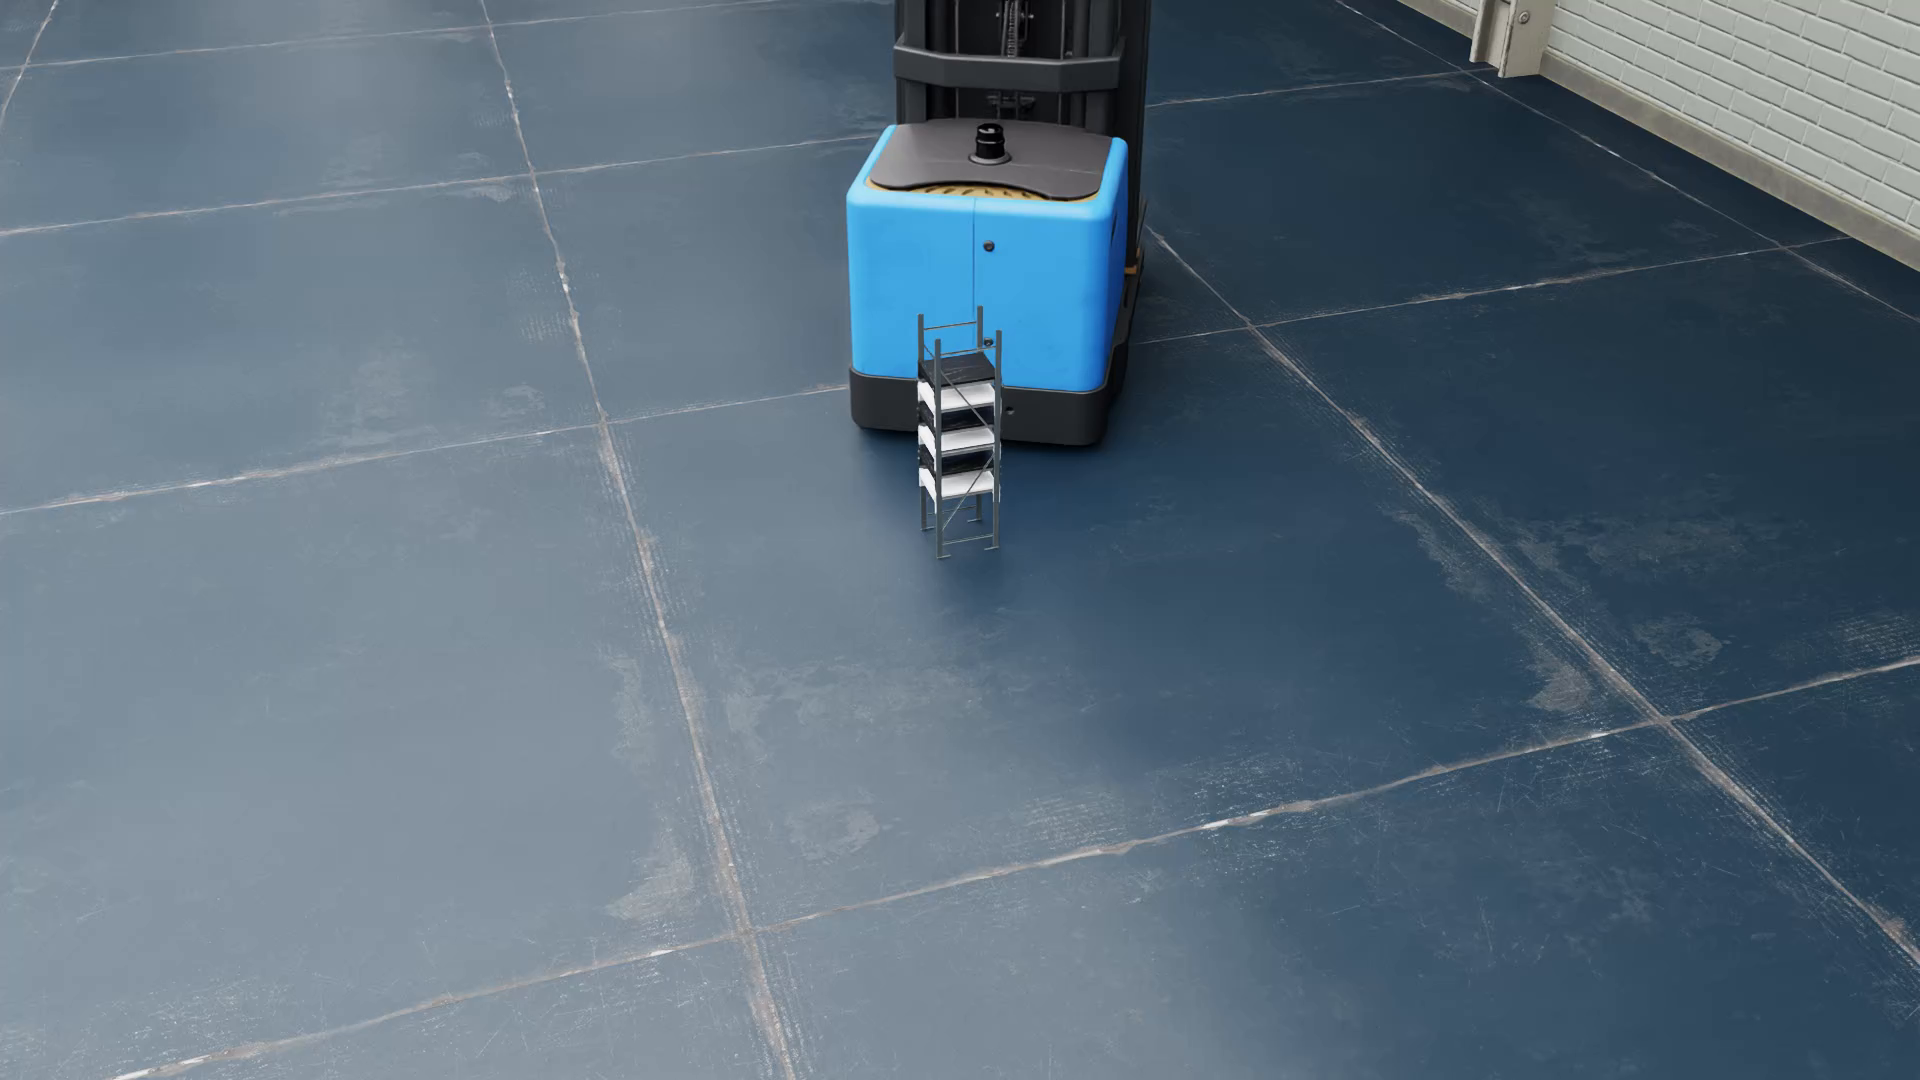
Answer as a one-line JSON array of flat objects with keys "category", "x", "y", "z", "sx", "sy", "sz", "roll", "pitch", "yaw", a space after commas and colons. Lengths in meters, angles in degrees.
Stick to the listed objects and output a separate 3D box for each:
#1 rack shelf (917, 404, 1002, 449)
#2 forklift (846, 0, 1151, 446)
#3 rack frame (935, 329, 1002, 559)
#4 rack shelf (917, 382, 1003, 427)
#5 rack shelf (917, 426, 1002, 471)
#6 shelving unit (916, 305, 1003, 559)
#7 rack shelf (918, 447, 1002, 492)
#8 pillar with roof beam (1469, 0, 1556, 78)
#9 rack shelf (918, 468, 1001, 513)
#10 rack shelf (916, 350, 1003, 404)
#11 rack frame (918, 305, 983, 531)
[{"category": "rack shelf", "x": -0.002, "y": -0.427, "z": 5.977, "sx": 0.258, "sy": 0.077, "sz": 0.200, "roll": -10, "pitch": 35, "yaw": -15}, {"category": "forklift", "x": 0.304, "y": -2.404, "z": 7.230, "sx": 1.130, "sy": 2.935, "sz": 3.031, "roll": 5, "pitch": 34, "yaw": 8}, {"category": "rack frame", "x": 0.029, "y": -0.326, "z": 5.928, "sx": 0.240, "sy": 0.900, "sz": 0.006, "roll": -10, "pitch": 35, "yaw": -15}, {"category": "rack shelf", "x": -0.002, "y": -0.502, "z": 5.928, "sx": 0.258, "sy": 0.077, "sz": 0.200, "roll": -10, "pitch": 35, "yaw": -15}, {"category": "rack shelf", "x": -0.002, "y": -0.352, "z": 6.027, "sx": 0.258, "sy": 0.077, "sz": 0.200, "roll": -10, "pitch": 35, "yaw": -15}, {"category": "shelving unit", "x": -0.002, "y": -0.380, "z": 6.008, "sx": 0.258, "sy": 0.900, "sz": 0.210, "roll": -10, "pitch": 35, "yaw": -15}, {"category": "rack shelf", "x": -0.002, "y": -0.277, "z": 6.076, "sx": 0.258, "sy": 0.077, "sz": 0.200, "roll": -10, "pitch": 35, "yaw": -15}, {"category": "pillar with roof beam", "x": -0.497, "y": -6.157, "z": 7.406, "sx": 9.100, "sy": 9.000, "sz": 0.400, "roll": -10, "pitch": 35, "yaw": -15}, {"category": "rack shelf", "x": -0.002, "y": -0.202, "z": 6.126, "sx": 0.258, "sy": 0.077, "sz": 0.200, "roll": -10, "pitch": 35, "yaw": -15}, {"category": "rack shelf", "x": -0.002, "y": -0.577, "z": 5.878, "sx": 0.258, "sy": 0.077, "sz": 0.200, "roll": -10, "pitch": 35, "yaw": -15}, {"category": "rack frame", "x": -0.033, "y": -0.433, "z": 6.089, "sx": 0.240, "sy": 0.900, "sz": 0.006, "roll": -10, "pitch": 35, "yaw": -15}]
